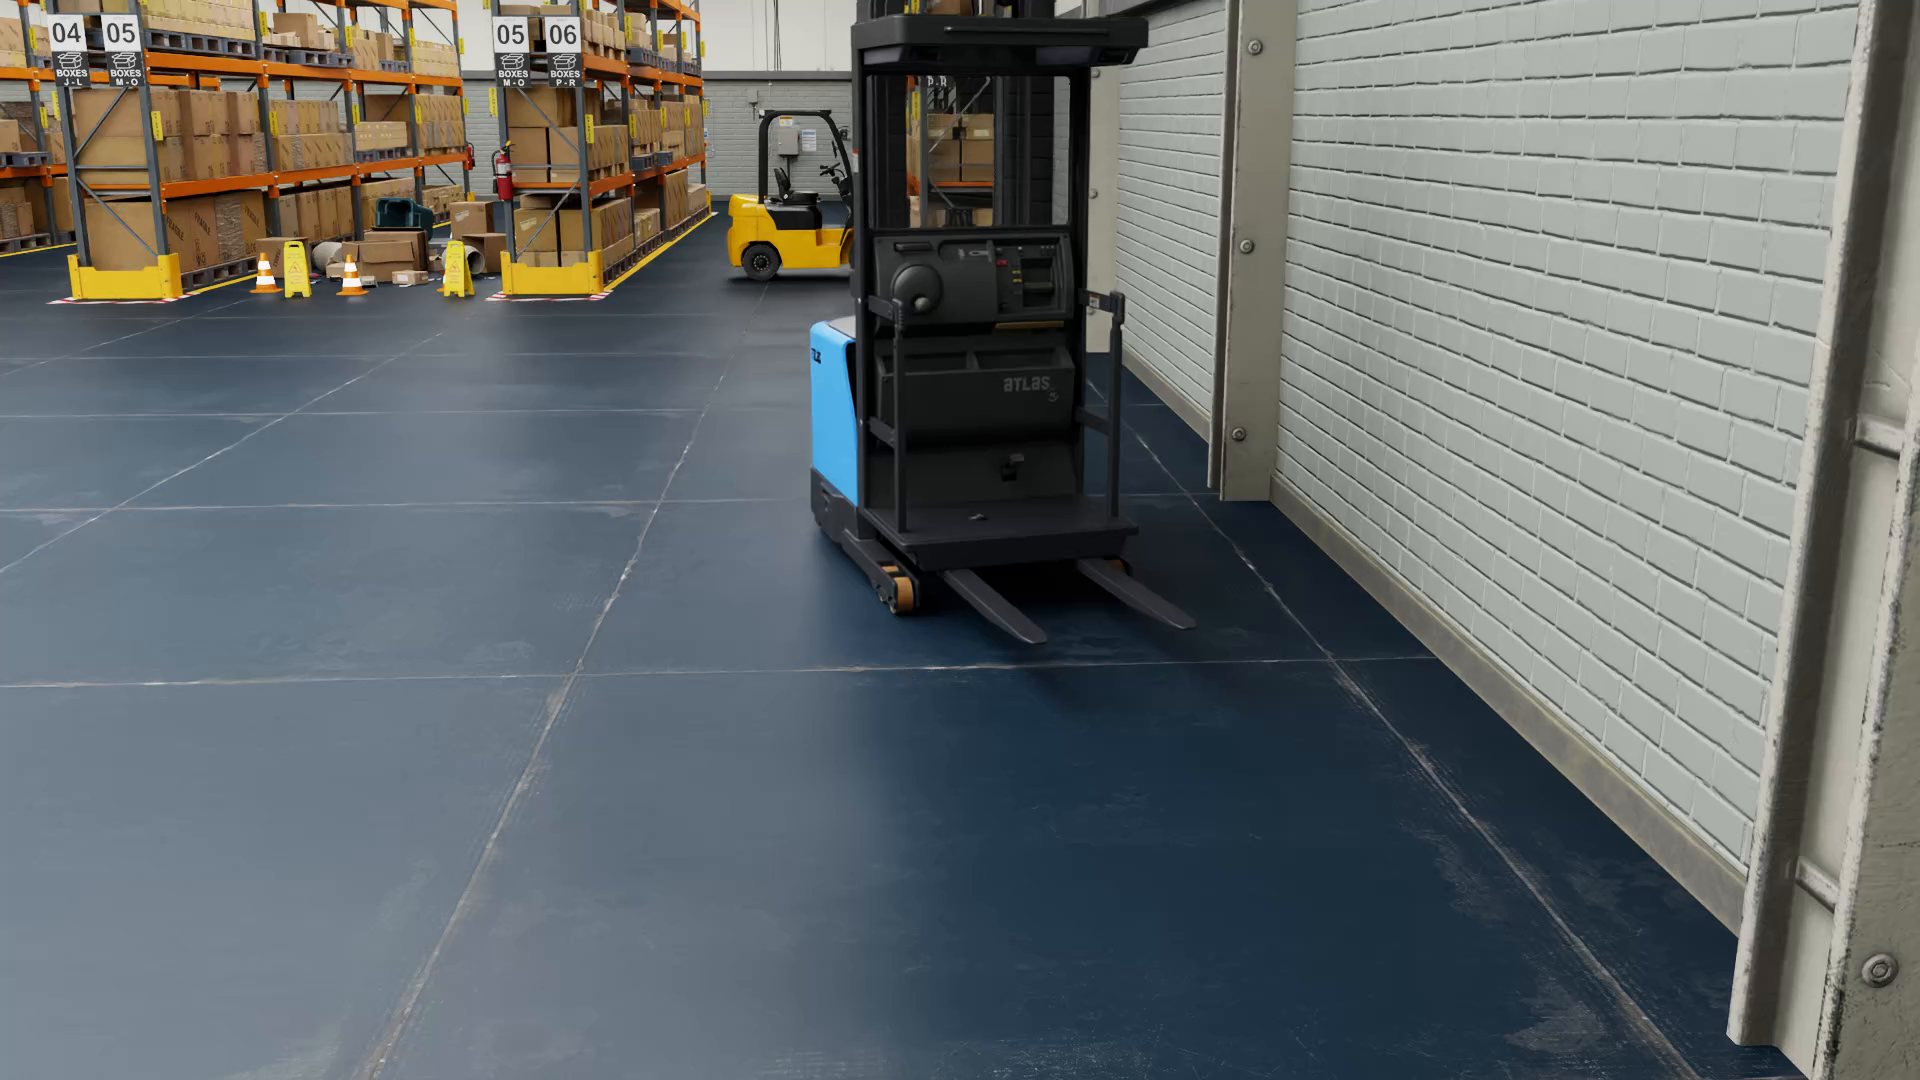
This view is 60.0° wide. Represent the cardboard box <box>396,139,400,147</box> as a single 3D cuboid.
[{"bbox_3d":[-10.361,-7.186,30.097,0.380,0.149,0.250,-1,14,-4],"label":"cardboard box"}]

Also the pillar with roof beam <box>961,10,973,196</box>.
[{"bbox_3d":[-4.165,-10.532,31.400,9.100,9.000,0.400,-1,14,-3],"label":"pillar with roof beam"}]

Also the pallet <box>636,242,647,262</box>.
[{"bbox_3d":[-5.233,-4.282,24.744,1.003,0.211,1.213,-1,14,-3],"label":"pallet"}]

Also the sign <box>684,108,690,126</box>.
[{"bbox_3d":[-5.138,-7.961,31.285,0.100,0.325,0.005,-1,14,-3],"label":"sign"}]

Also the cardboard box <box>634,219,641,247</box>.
[{"bbox_3d":[-5.218,-4.500,24.426,0.950,0.372,0.625,-1,14,-3],"label":"cardboard box"}]

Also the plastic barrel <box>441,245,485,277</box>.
[{"bbox_3d":[-6.575,-3.686,22.005,0.512,0.421,0.421,10,18,35],"label":"plastic barrel"}]

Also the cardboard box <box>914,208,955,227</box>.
[{"bbox_3d":[-0.322,-3.987,20.671,0.500,0.250,0.500,0,14,-2],"label":"cardboard box"}]

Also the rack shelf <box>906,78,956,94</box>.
[{"bbox_3d":[-0.601,-8.113,29.461,1.077,0.370,4.000,-1,14,-3],"label":"rack shelf"}]

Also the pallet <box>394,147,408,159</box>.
[{"bbox_3d":[-10.711,-7.041,30.259,1.003,0.211,1.213,-1,14,-3],"label":"pallet"}]

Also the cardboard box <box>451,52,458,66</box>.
[{"bbox_3d":[-10.579,-9.833,34.001,0.500,0.250,0.500,-1,14,-5],"label":"cardboard box"}]

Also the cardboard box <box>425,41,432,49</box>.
[{"bbox_3d":[-10.423,-9.546,32.084,0.380,0.149,0.250,0,14,-1],"label":"cardboard box"}]

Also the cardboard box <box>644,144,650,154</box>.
[{"bbox_3d":[-4.955,-5.987,25.438,0.380,0.149,0.250,0,14,-1],"label":"cardboard box"}]

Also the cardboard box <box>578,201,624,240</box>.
[{"bbox_3d":[-4.813,-4.277,22.301,0.500,0.500,0.500,0,14,0],"label":"cardboard box"}]

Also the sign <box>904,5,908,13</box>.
[{"bbox_3d":[-0.771,-7.361,23.426,0.100,0.325,0.005,-1,14,-3],"label":"sign"}]

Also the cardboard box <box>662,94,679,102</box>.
[{"bbox_3d":[-5.440,-8.358,31.480,0.380,0.149,0.250,-1,14,-4],"label":"cardboard box"}]

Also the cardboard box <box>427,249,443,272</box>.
[{"bbox_3d":[-7.275,-3.879,23.069,0.258,0.266,0.396,-13,20,-42],"label":"cardboard box"}]

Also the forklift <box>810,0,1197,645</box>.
[{"bbox_3d":[0.134,-1.206,7.331,1.130,2.935,3.031,-4,15,-17],"label":"forklift"}]

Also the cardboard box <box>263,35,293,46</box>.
[{"bbox_3d":[-9.945,-7.272,24.212,0.380,0.149,0.250,-1,14,-3],"label":"cardboard box"}]

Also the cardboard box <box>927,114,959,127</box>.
[{"bbox_3d":[-0.214,-5.114,20.282,0.380,0.149,0.250,-1,14,-3],"label":"cardboard box"}]

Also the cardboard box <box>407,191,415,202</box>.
[{"bbox_3d":[-10.316,-6.139,30.541,0.500,0.500,0.500,-1,14,-5],"label":"cardboard box"}]

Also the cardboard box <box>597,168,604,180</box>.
[{"bbox_3d":[-4.685,-4.603,20.902,0.380,0.149,0.250,-1,14,-3],"label":"cardboard box"}]

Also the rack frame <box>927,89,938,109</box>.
[{"bbox_3d":[-0.973,-8.501,35.545,1.000,3.000,0.127,-1,14,-3],"label":"rack frame"}]

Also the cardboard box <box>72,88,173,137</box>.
[{"bbox_3d":[-9.854,-5.031,19.591,0.875,0.550,0.550,-1,14,-3],"label":"cardboard box"}]

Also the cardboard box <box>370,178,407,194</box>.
[{"bbox_3d":[-10.296,-6.373,29.946,0.500,0.250,0.500,0,14,-1],"label":"cardboard box"}]

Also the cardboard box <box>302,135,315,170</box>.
[{"bbox_3d":[-9.942,-5.770,24.733,0.500,0.500,0.500,-1,14,-4],"label":"cardboard box"}]

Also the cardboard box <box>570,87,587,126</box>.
[{"bbox_3d":[-5.236,-5.622,21.551,0.700,0.500,0.500,-1,14,-4],"label":"cardboard box"}]

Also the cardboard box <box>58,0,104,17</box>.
[{"bbox_3d":[-10.179,-6.236,19.383,0.500,0.250,0.500,-1,14,-3],"label":"cardboard box"}]

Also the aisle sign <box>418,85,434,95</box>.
[{"bbox_3d":[-11.165,-9.594,34.577,0.394,0.787,0.004,-1,14,-3],"label":"aisle sign"}]

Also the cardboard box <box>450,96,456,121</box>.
[{"bbox_3d":[-10.553,-8.762,33.757,0.500,0.500,0.500,-1,14,-5],"label":"cardboard box"}]

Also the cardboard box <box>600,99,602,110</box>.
[{"bbox_3d":[-5.493,-6.431,24.560,0.380,0.149,0.250,-1,14,-5],"label":"cardboard box"}]

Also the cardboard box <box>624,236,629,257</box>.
[{"bbox_3d":[-4.836,-4.035,22.865,0.500,0.250,0.500,-1,14,-5],"label":"cardboard box"}]

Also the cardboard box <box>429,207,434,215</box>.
[{"bbox_3d":[-10.332,-6.311,31.914,0.380,0.149,0.250,0,14,-2],"label":"cardboard box"}]

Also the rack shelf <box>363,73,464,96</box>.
[{"bbox_3d":[-10.737,-8.928,32.631,1.077,0.370,4.000,-1,14,-3],"label":"rack shelf"}]

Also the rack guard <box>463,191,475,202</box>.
[{"bbox_3d":[-10.857,-7.092,35.087,1.175,0.500,0.348,-1,14,-3],"label":"rack guard"}]

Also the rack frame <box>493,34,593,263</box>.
[{"bbox_3d":[-4.936,-4.444,19.778,1.000,3.000,0.127,-1,14,-3],"label":"rack frame"}]

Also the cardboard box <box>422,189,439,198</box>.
[{"bbox_3d":[-10.424,-6.787,32.569,0.380,0.149,0.250,-1,14,-2],"label":"cardboard box"}]

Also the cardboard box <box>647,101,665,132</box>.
[{"bbox_3d":[-5.218,-7.092,27.865,0.500,0.500,0.500,-1,14,-5],"label":"cardboard box"}]

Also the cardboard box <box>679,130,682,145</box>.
[{"bbox_3d":[-5.371,-7.368,30.439,0.500,0.250,0.500,-1,14,-2],"label":"cardboard box"}]

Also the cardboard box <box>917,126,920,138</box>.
[{"bbox_3d":[-0.351,-5.222,21.300,0.380,0.149,0.250,-1,14,-5],"label":"cardboard box"}]

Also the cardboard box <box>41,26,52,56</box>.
[{"bbox_3d":[-15.573,-8.349,27.892,0.500,0.500,0.500,0,14,0],"label":"cardboard box"}]

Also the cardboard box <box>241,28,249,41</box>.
[{"bbox_3d":[-9.760,-6.772,22.266,0.380,0.149,0.250,-1,14,-3],"label":"cardboard box"}]

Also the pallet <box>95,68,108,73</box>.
[{"bbox_3d":[-15.464,-8.408,29.549,0.805,0.209,1.217,-1,15,-6],"label":"pallet"}]

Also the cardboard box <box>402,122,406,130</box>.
[{"bbox_3d":[-10.394,-7.600,30.511,0.380,0.149,0.250,0,14,-1],"label":"cardboard box"}]

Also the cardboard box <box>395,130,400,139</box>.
[{"bbox_3d":[-10.362,-7.329,30.057,0.380,0.149,0.250,0,14,-1],"label":"cardboard box"}]

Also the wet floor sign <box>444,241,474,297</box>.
[{"bbox_3d":[-5.992,-3.240,19.823,0.267,0.644,0.232,4,15,16],"label":"wet floor sign"}]

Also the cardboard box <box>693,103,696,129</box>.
[{"bbox_3d":[-5.541,-8.462,33.187,0.500,0.500,0.500,-1,14,-4],"label":"cardboard box"}]

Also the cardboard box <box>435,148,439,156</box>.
[{"bbox_3d":[-10.434,-7.607,32.577,0.380,0.149,0.250,0,14,-1],"label":"cardboard box"}]

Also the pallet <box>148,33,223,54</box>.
[{"bbox_3d":[-10.005,-6.240,20.919,1.003,0.211,1.213,-1,14,-3],"label":"pallet"}]

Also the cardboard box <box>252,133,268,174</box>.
[{"bbox_3d":[-10.083,-5.318,22.875,0.875,0.550,0.550,-1,14,-3],"label":"cardboard box"}]

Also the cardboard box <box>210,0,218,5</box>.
[{"bbox_3d":[-9.699,-6.906,21.189,0.380,0.149,0.250,-1,14,-4],"label":"cardboard box"}]

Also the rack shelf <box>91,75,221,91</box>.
[{"bbox_3d":[-15.694,-8.877,32.431,1.077,0.370,4.000,-1,14,-3],"label":"rack shelf"}]

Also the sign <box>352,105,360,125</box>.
[{"bbox_3d":[-9.812,-6.902,27.008,0.100,0.325,0.005,-1,14,-3],"label":"sign"}]

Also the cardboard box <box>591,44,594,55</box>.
[{"bbox_3d":[-4.780,-6.120,20.776,0.380,0.149,0.250,-1,14,-5],"label":"cardboard box"}]
